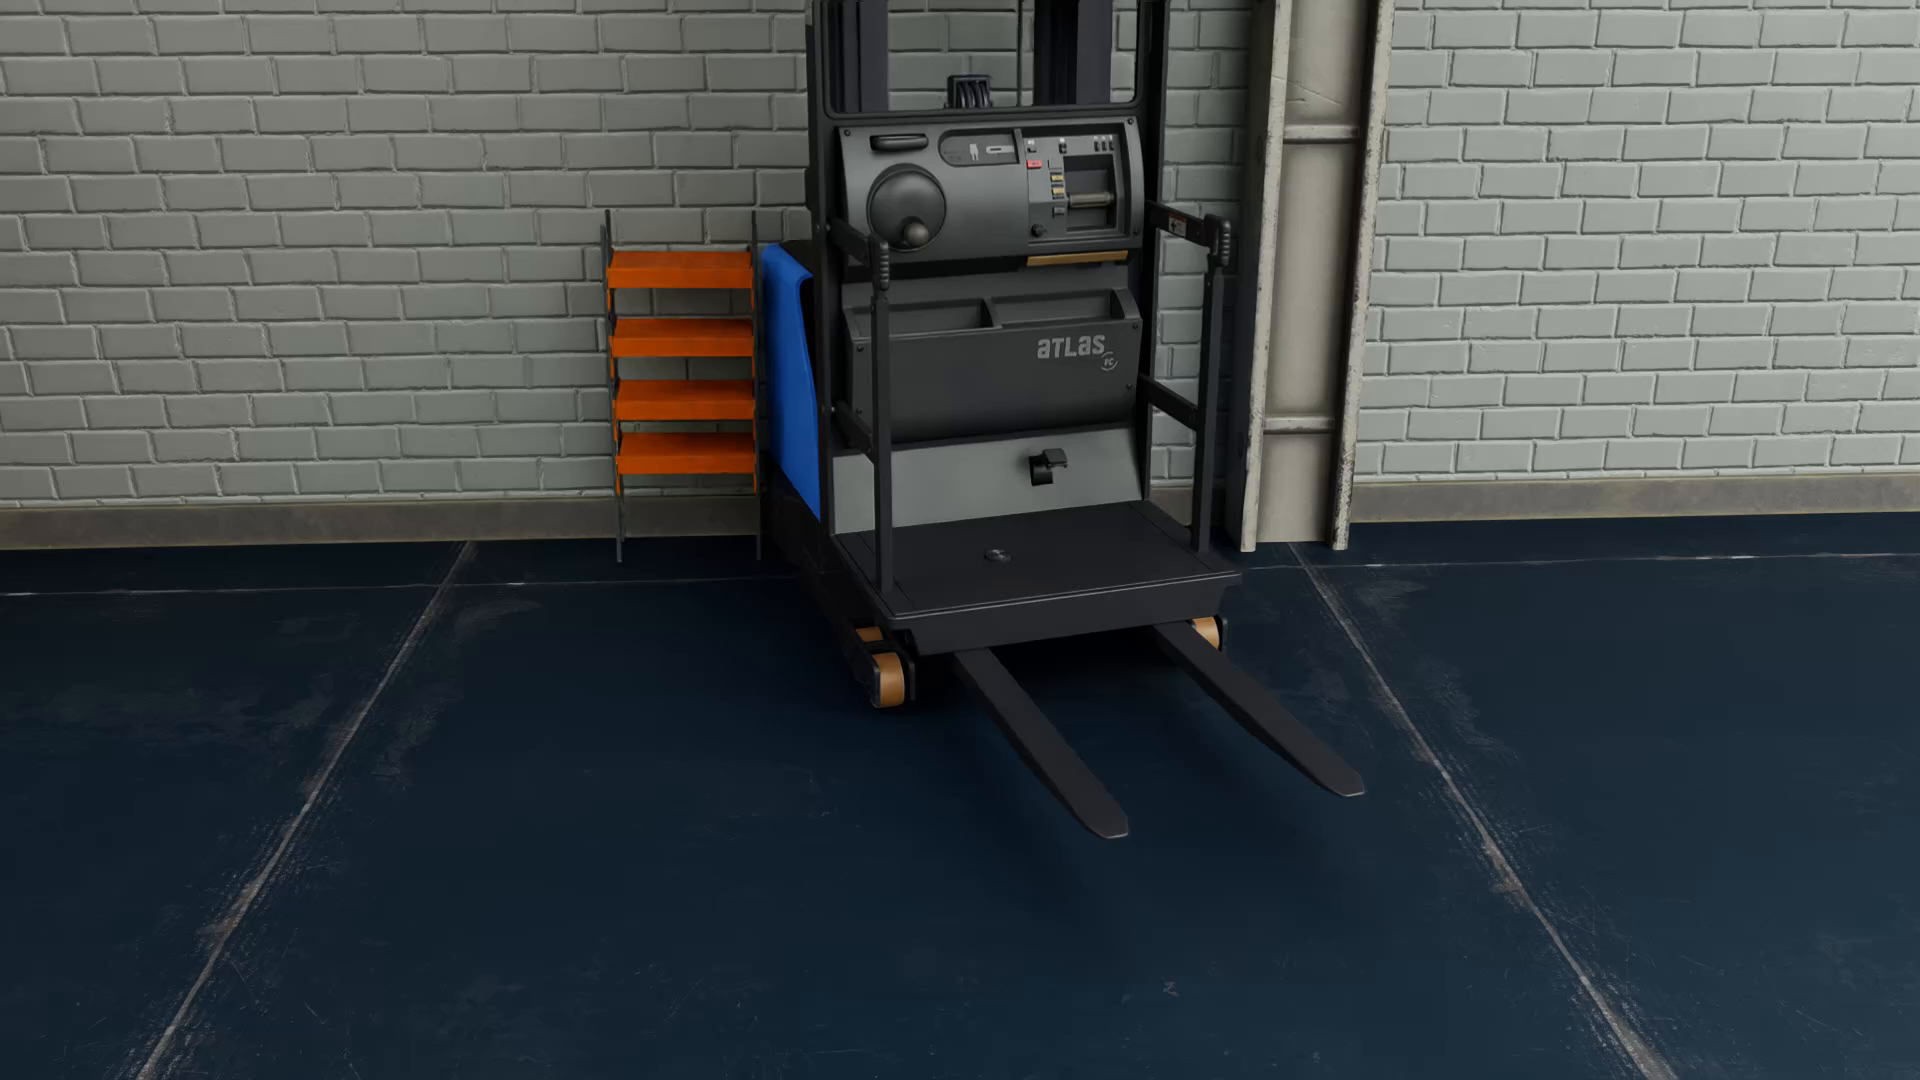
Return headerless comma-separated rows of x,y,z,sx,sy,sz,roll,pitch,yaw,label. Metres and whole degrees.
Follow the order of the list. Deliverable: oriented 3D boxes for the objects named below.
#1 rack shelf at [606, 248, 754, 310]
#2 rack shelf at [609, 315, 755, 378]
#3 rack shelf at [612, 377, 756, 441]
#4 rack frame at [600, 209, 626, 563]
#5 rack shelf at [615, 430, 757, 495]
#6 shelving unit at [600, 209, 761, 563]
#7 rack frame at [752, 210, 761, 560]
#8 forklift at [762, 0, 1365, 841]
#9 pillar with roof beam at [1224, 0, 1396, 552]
-0.937,-0.880,5.605,0.480,0.148,0.258,-1,24,-7,rack shelf
-0.946,-0.664,5.700,0.480,0.148,0.258,-1,24,-7,rack shelf
-0.954,-0.460,5.790,0.480,0.148,0.258,-1,24,-7,rack shelf
-1.194,-0.517,5.733,0.015,1.200,0.240,-1,24,-7,rack frame
-0.961,-0.278,5.870,0.480,0.148,0.258,-1,24,-7,rack shelf
-0.952,-0.521,5.763,0.503,1.200,0.258,-1,24,-7,shelving unit
-0.709,-0.525,5.793,0.015,1.200,0.240,-1,24,-7,rack frame
0.171,-1.039,4.732,1.130,2.935,3.031,-7,22,-17,forklift
1.445,-2.693,0.548,0.400,9.000,9.100,-1,21,-3,pillar with roof beam
